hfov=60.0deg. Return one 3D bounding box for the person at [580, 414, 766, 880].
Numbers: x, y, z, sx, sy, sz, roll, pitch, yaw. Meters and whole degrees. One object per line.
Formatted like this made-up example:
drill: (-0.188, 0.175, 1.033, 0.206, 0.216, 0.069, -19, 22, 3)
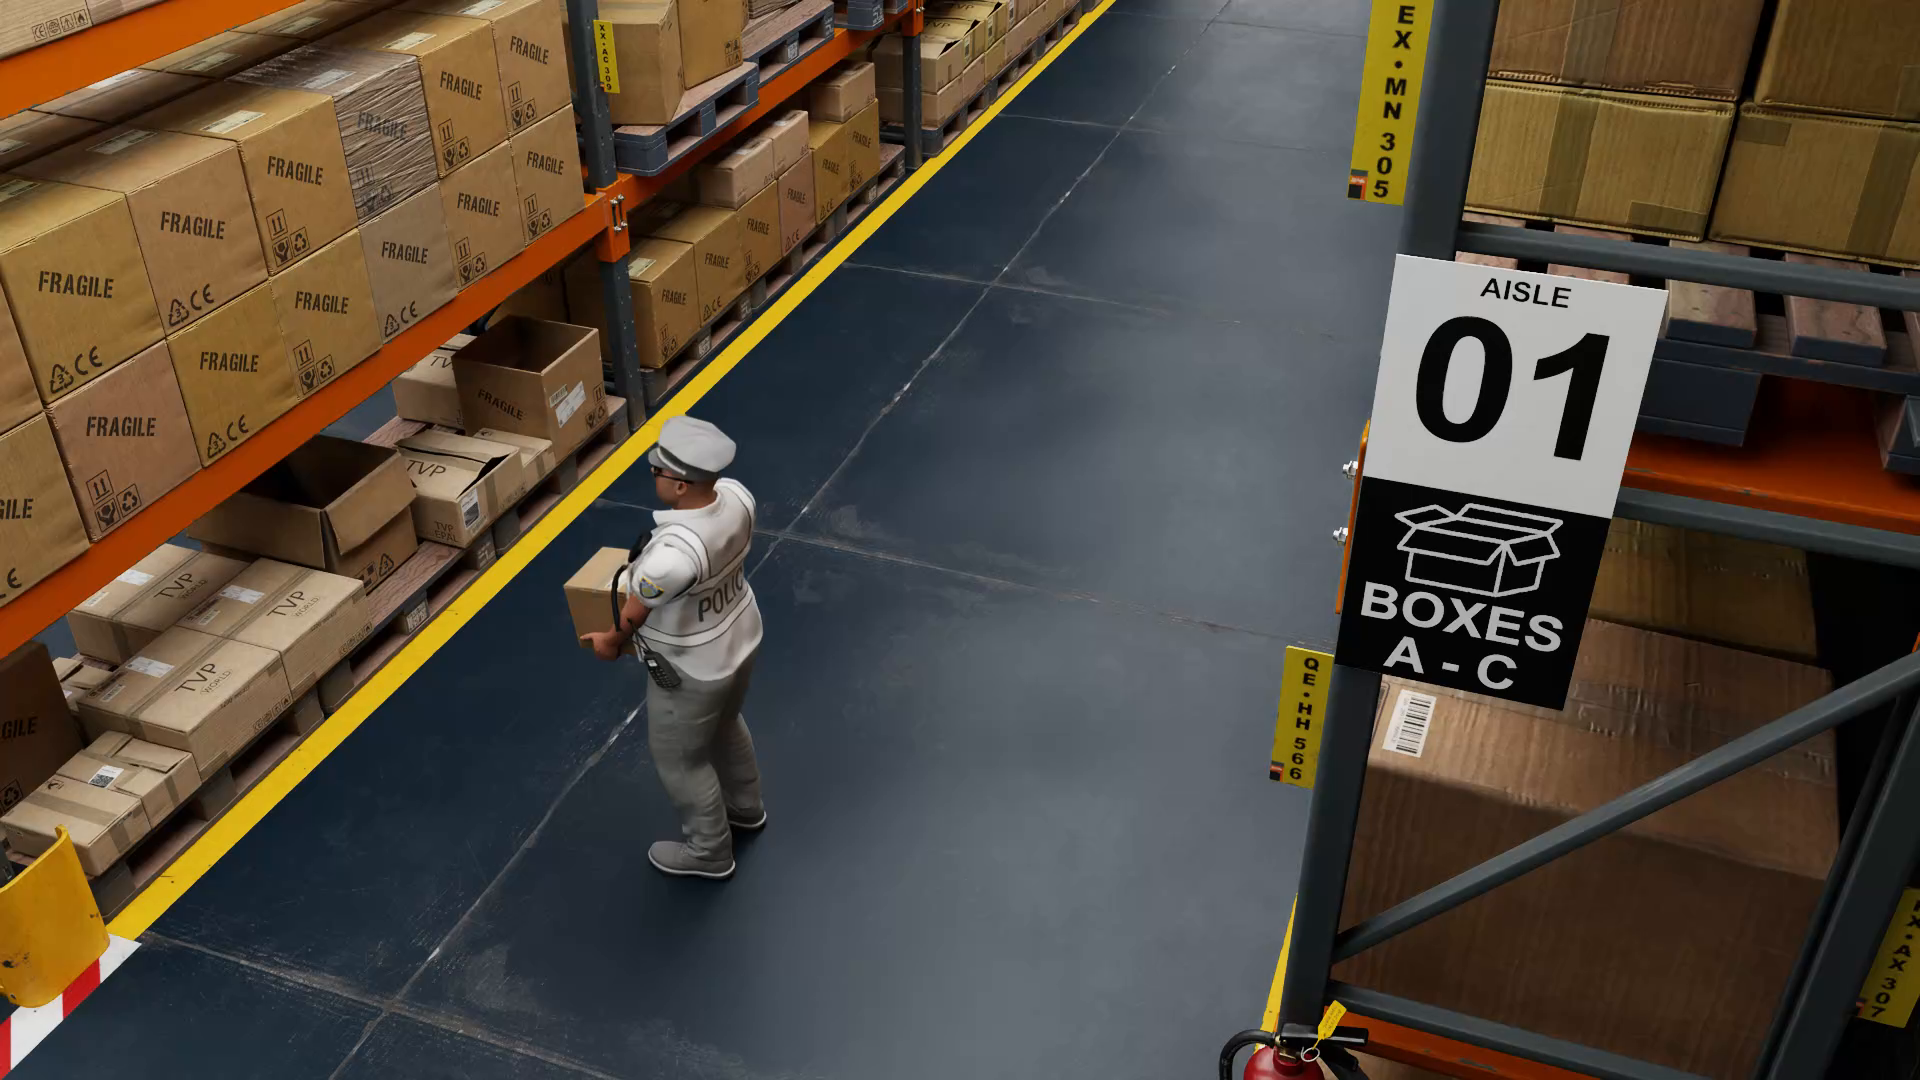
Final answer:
person: (-0.960, 0.356, 5.573, 0.563, 1.767, 0.494, 12, 35, 17)
